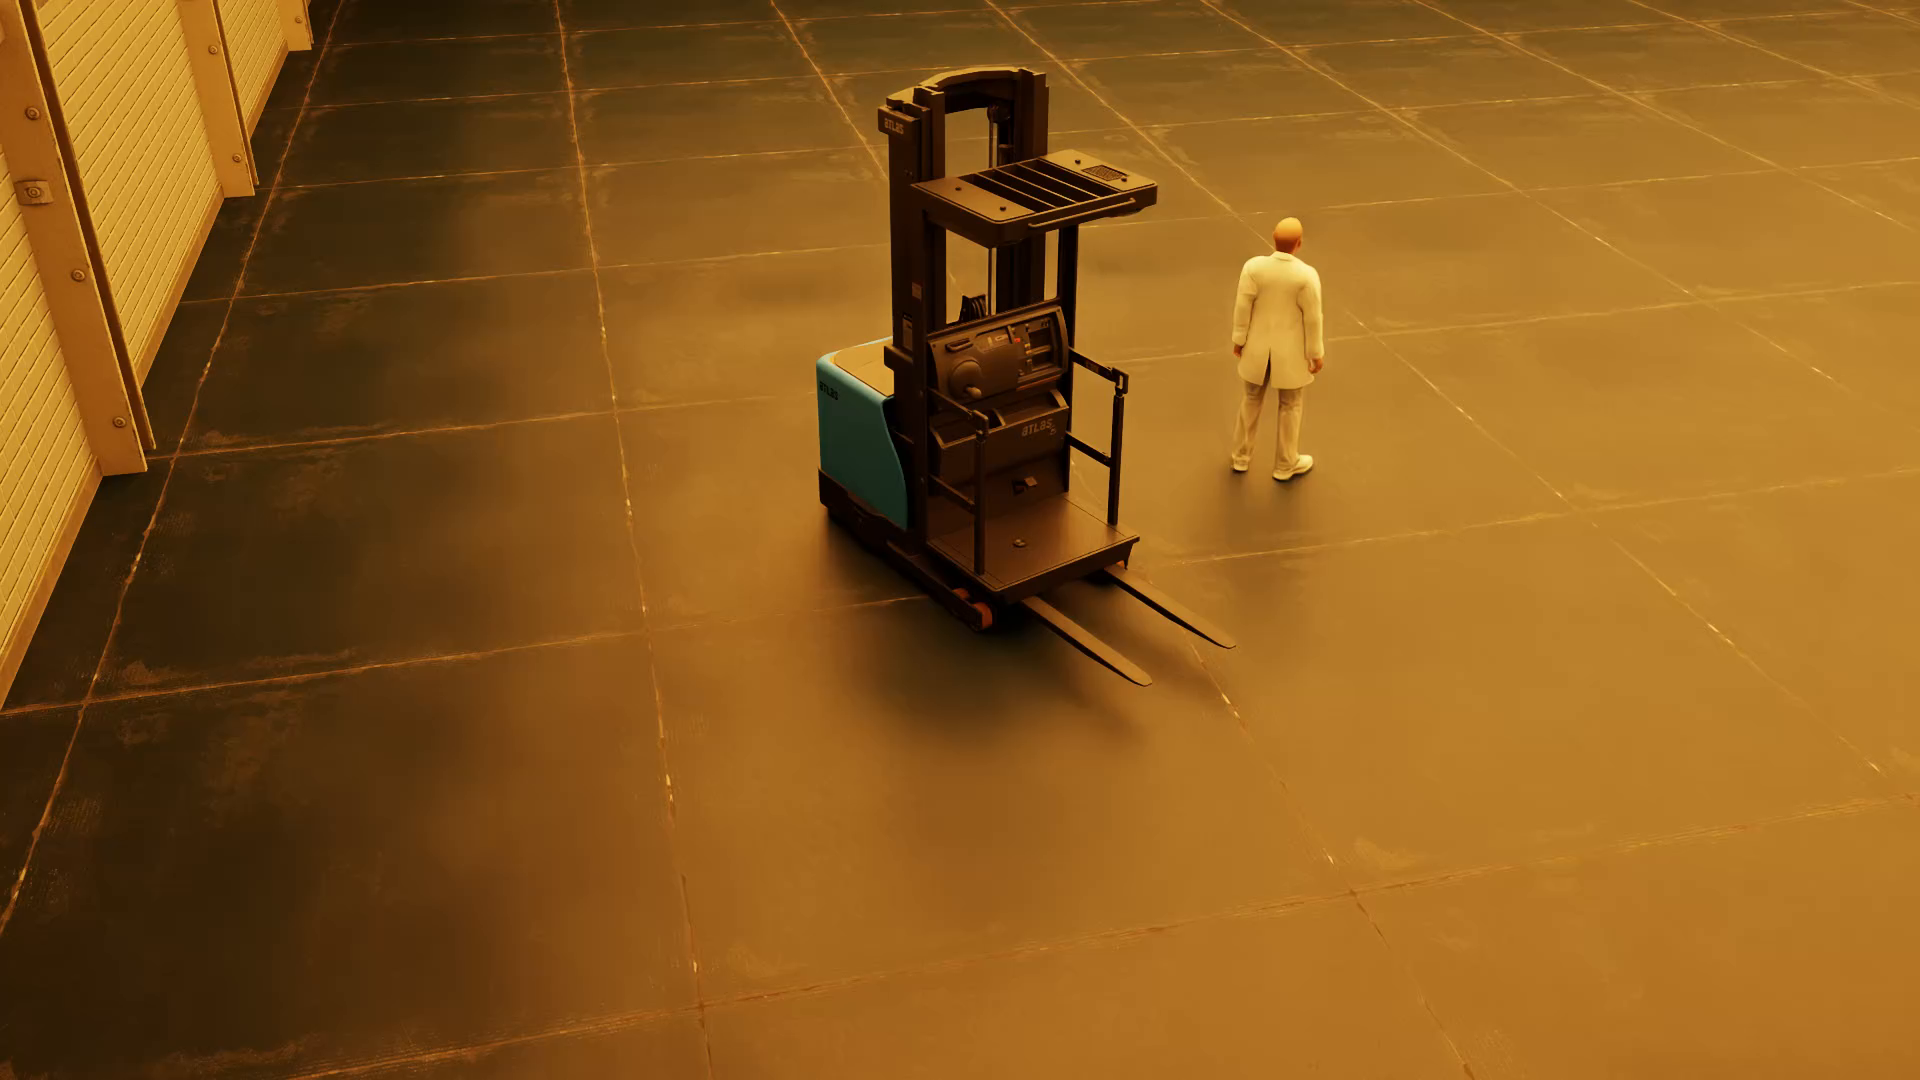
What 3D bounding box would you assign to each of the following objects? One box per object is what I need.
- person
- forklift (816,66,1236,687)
[{"bbox_3d":[2.099,-1.268,10.922,0.618,1.784,0.372,14,33,23],"label":"person"},{"bbox_3d":[0.355,-1.021,9.338,1.130,2.935,3.031,-20,35,-30],"label":"forklift"}]
